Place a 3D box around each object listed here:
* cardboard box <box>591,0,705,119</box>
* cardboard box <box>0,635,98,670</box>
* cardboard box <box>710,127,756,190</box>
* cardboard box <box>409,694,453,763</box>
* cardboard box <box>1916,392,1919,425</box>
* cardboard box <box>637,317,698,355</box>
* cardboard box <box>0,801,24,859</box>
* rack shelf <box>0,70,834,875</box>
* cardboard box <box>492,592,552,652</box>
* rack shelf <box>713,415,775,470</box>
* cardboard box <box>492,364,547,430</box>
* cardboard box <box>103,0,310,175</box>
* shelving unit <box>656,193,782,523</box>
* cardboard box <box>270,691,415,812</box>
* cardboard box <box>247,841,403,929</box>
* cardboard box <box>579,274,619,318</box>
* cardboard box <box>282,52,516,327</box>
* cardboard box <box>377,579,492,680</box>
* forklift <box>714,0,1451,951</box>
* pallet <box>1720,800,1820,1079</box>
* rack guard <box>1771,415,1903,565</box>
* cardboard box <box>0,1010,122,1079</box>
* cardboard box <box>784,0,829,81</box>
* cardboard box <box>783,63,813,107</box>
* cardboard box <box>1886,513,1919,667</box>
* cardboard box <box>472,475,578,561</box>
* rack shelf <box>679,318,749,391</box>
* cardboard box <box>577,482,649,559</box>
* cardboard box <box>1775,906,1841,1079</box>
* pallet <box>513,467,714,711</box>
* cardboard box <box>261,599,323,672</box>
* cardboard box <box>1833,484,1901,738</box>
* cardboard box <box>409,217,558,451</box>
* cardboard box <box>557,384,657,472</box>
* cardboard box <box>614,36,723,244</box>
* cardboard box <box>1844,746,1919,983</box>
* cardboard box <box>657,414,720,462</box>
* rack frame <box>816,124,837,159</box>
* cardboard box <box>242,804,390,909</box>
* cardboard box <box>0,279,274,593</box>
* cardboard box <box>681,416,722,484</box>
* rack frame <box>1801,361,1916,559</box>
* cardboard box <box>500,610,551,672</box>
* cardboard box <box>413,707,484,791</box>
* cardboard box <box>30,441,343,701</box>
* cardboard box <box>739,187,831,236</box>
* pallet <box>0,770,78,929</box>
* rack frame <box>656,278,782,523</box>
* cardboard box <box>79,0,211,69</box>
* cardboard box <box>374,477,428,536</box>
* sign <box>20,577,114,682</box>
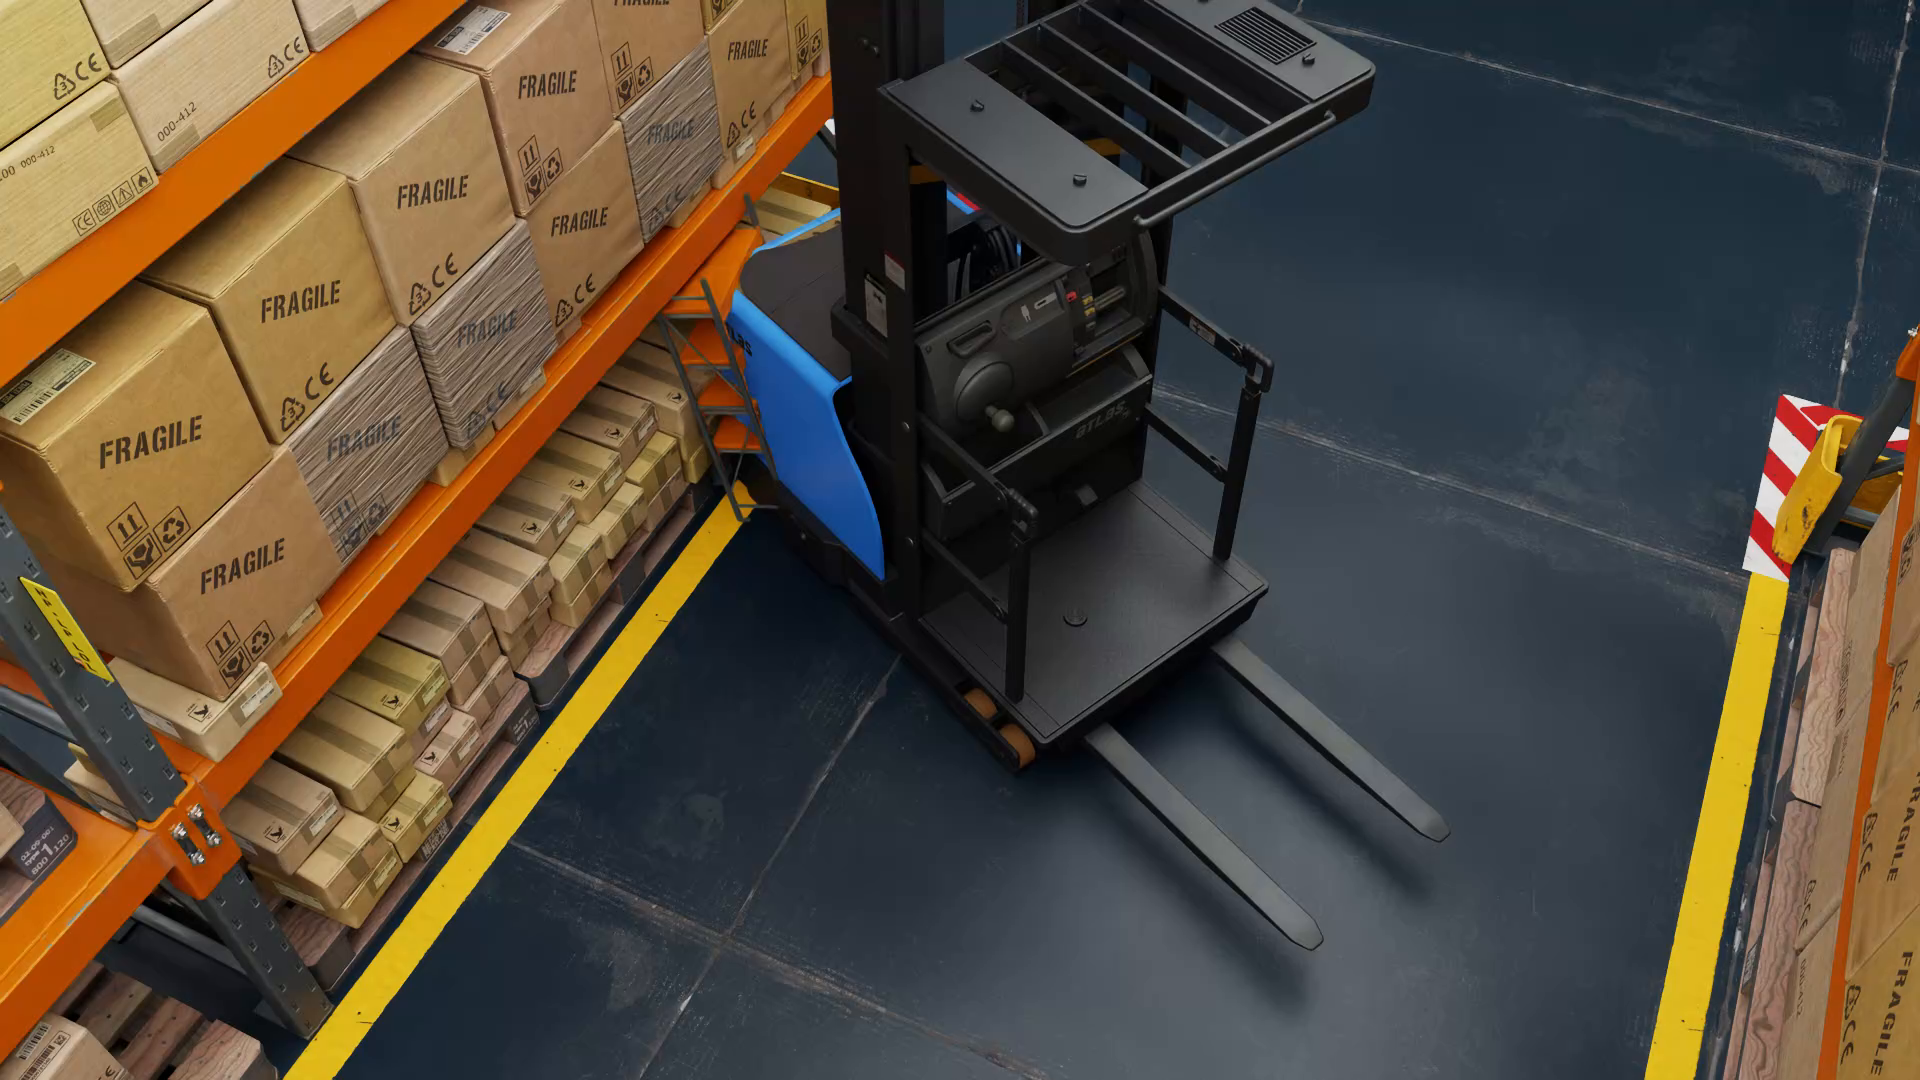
[{"bbox_3d":[-1.161,-1.703,5.127,0.500,0.500,0.500,22,53,18],"label":"cardboard box"},{"bbox_3d":[-2.558,0.207,4.585,0.380,0.149,0.250,19,52,16],"label":"cardboard box"},{"bbox_3d":[-0.965,-1.439,5.985,0.380,0.149,0.250,21,53,17],"label":"cardboard box"},{"bbox_3d":[-1.926,0.561,5.519,0.380,0.149,0.250,20,52,16],"label":"cardboard box"},{"bbox_3d":[3.295,-0.611,5.050,0.500,0.500,0.500,19,52,16],"label":"cardboard box"},{"bbox_3d":[-1.080,-0.783,6.467,0.380,0.149,0.250,18,52,15],"label":"cardboard box"},{"bbox_3d":[-2.459,0.681,3.905,0.380,0.149,0.250,19,52,15],"label":"cardboard box"},{"bbox_3d":[-1.614,-0.746,5.703,1.077,0.370,4.000,20,52,16],"label":"rack shelf"},{"bbox_3d":[-1.669,0.194,5.831,0.380,0.149,0.250,22,53,18],"label":"cardboard box"},{"bbox_3d":[-0.772,-0.481,6.482,0.258,0.148,0.480,2,47,16],"label":"rack shelf"},{"bbox_3d":[-1.533,-0.532,5.213,0.380,0.149,0.250,22,53,18],"label":"cardboard box"},{"bbox_3d":[-1.826,-1.106,3.666,0.500,0.250,0.500,19,52,16],"label":"cardboard box"},{"bbox_3d":[-0.820,-0.663,6.295,0.258,1.200,0.503,2,47,16],"label":"shelving unit"},{"bbox_3d":[-1.963,0.653,5.246,0.380,0.149,0.250,22,53,18],"label":"cardboard box"},{"bbox_3d":[-2.022,1.040,5.307,0.380,0.149,0.250,18,52,15],"label":"cardboard box"},{"bbox_3d":[-1.372,-0.912,5.537,0.380,0.149,0.250,21,53,17],"label":"cardboard box"},{"bbox_3d":[-1.604,-0.985,4.516,0.500,0.500,0.500,21,53,17],"label":"cardboard box"},{"bbox_3d":[-1.808,0.276,5.567,0.380,0.149,0.250,19,52,15],"label":"cardboard box"},{"bbox_3d":[0.398,-0.578,5.133,1.130,2.935,3.031,-32,57,-24],"label":"forklift"},{"bbox_3d":[2.966,1.501,5.149,1.003,0.211,1.213,20,52,16],"label":"pallet"},{"bbox_3d":[3.770,-0.022,6.255,1.175,0.500,0.348,20,52,16],"label":"rack guard"},{"bbox_3d":[-2.558,1.424,4.257,0.500,0.250,0.500,19,52,15],"label":"cardboard box"},{"bbox_3d":[-0.719,-2.092,6.115,0.500,0.500,0.500,21,53,17],"label":"cardboard box"},{"bbox_3d":[-0.783,-1.799,6.292,0.380,0.149,0.250,20,52,16],"label":"cardboard box"},{"bbox_3d":[2.870,0.091,4.452,0.500,0.500,0.500,20,52,16],"label":"cardboard box"},{"bbox_3d":[-1.584,-0.088,5.876,0.380,0.149,0.250,18,52,15],"label":"cardboard box"},{"bbox_3d":[-0.849,-0.770,6.184,0.258,0.148,0.480,2,47,16],"label":"rack shelf"},{"bbox_3d":[-1.376,-0.120,6.099,0.380,0.149,0.250,20,53,16],"label":"cardboard box"},{"bbox_3d":[2.798,1.619,4.624,0.875,0.438,0.875,18,52,15],"label":"cardboard box"},{"bbox_3d":[-1.693,-0.015,6.440,1.003,0.211,1.213,20,52,16],"label":"pallet"},{"bbox_3d":[-2.008,0.189,4.600,0.380,0.149,0.250,21,53,17],"label":"cardboard box"},{"bbox_3d":[3.568,0.366,5.691,0.875,0.438,0.875,18,52,15],"label":"cardboard box"},{"bbox_3d":[-1.576,-0.668,4.903,0.500,0.500,0.500,19,52,15],"label":"cardboard box"},{"bbox_3d":[-1.357,-0.434,6.171,0.380,0.149,0.250,18,52,15],"label":"cardboard box"},{"bbox_3d":[-1.151,-1.387,5.515,0.500,0.500,0.500,20,52,16],"label":"cardboard box"},{"bbox_3d":[2.434,0.797,3.852,0.500,0.500,0.500,19,52,16],"label":"cardboard box"},{"bbox_3d":[-1.157,-0.489,6.413,0.380,0.149,0.250,21,53,17],"label":"cardboard box"},{"bbox_3d":[-0.759,-2.356,6.601,1.000,3.000,0.127,20,52,16],"label":"rack frame"},{"bbox_3d":[-2.024,0.944,5.193,0.380,0.149,0.250,22,53,18],"label":"cardboard box"},{"bbox_3d":[-2.055,-0.286,3.922,0.500,0.500,0.500,21,53,17],"label":"cardboard box"},{"bbox_3d":[-1.151,-0.404,6.536,0.380,0.149,0.250,18,52,14],"label":"cardboard box"},{"bbox_3d":[3.759,-0.815,5.289,1.000,3.000,0.127,20,52,16],"label":"rack frame"},{"bbox_3d":[-1.703,0.281,5.953,0.380,0.149,0.250,18,52,15],"label":"cardboard box"},{"bbox_3d":[-1.849,0.668,5.623,0.380,0.149,0.250,20,52,16],"label":"cardboard box"},{"bbox_3d":[-2.029,0.010,4.326,0.500,0.500,0.500,19,52,15],"label":"cardboard box"},{"bbox_3d":[-0.757,-1.314,6.919,0.380,0.149,0.250,20,53,16],"label":"cardboard box"},{"bbox_3d":[-2.926,0.939,3.922,1.003,0.211,1.213,20,52,16],"label":"pallet"},{"bbox_3d":[-0.874,-0.485,6.136,0.240,1.200,0.015,2,47,16],"label":"rack frame"},{"bbox_3d":[-1.828,-1.282,3.488,0.500,0.250,0.500,20,52,16],"label":"cardboard box"},{"bbox_3d":[-1.821,-0.197,4.928,0.380,0.149,0.250,18,52,14],"label":"cardboard box"},{"bbox_3d":[-1.965,0.201,3.664,0.100,0.325,0.005,20,52,16],"label":"sign"}]
